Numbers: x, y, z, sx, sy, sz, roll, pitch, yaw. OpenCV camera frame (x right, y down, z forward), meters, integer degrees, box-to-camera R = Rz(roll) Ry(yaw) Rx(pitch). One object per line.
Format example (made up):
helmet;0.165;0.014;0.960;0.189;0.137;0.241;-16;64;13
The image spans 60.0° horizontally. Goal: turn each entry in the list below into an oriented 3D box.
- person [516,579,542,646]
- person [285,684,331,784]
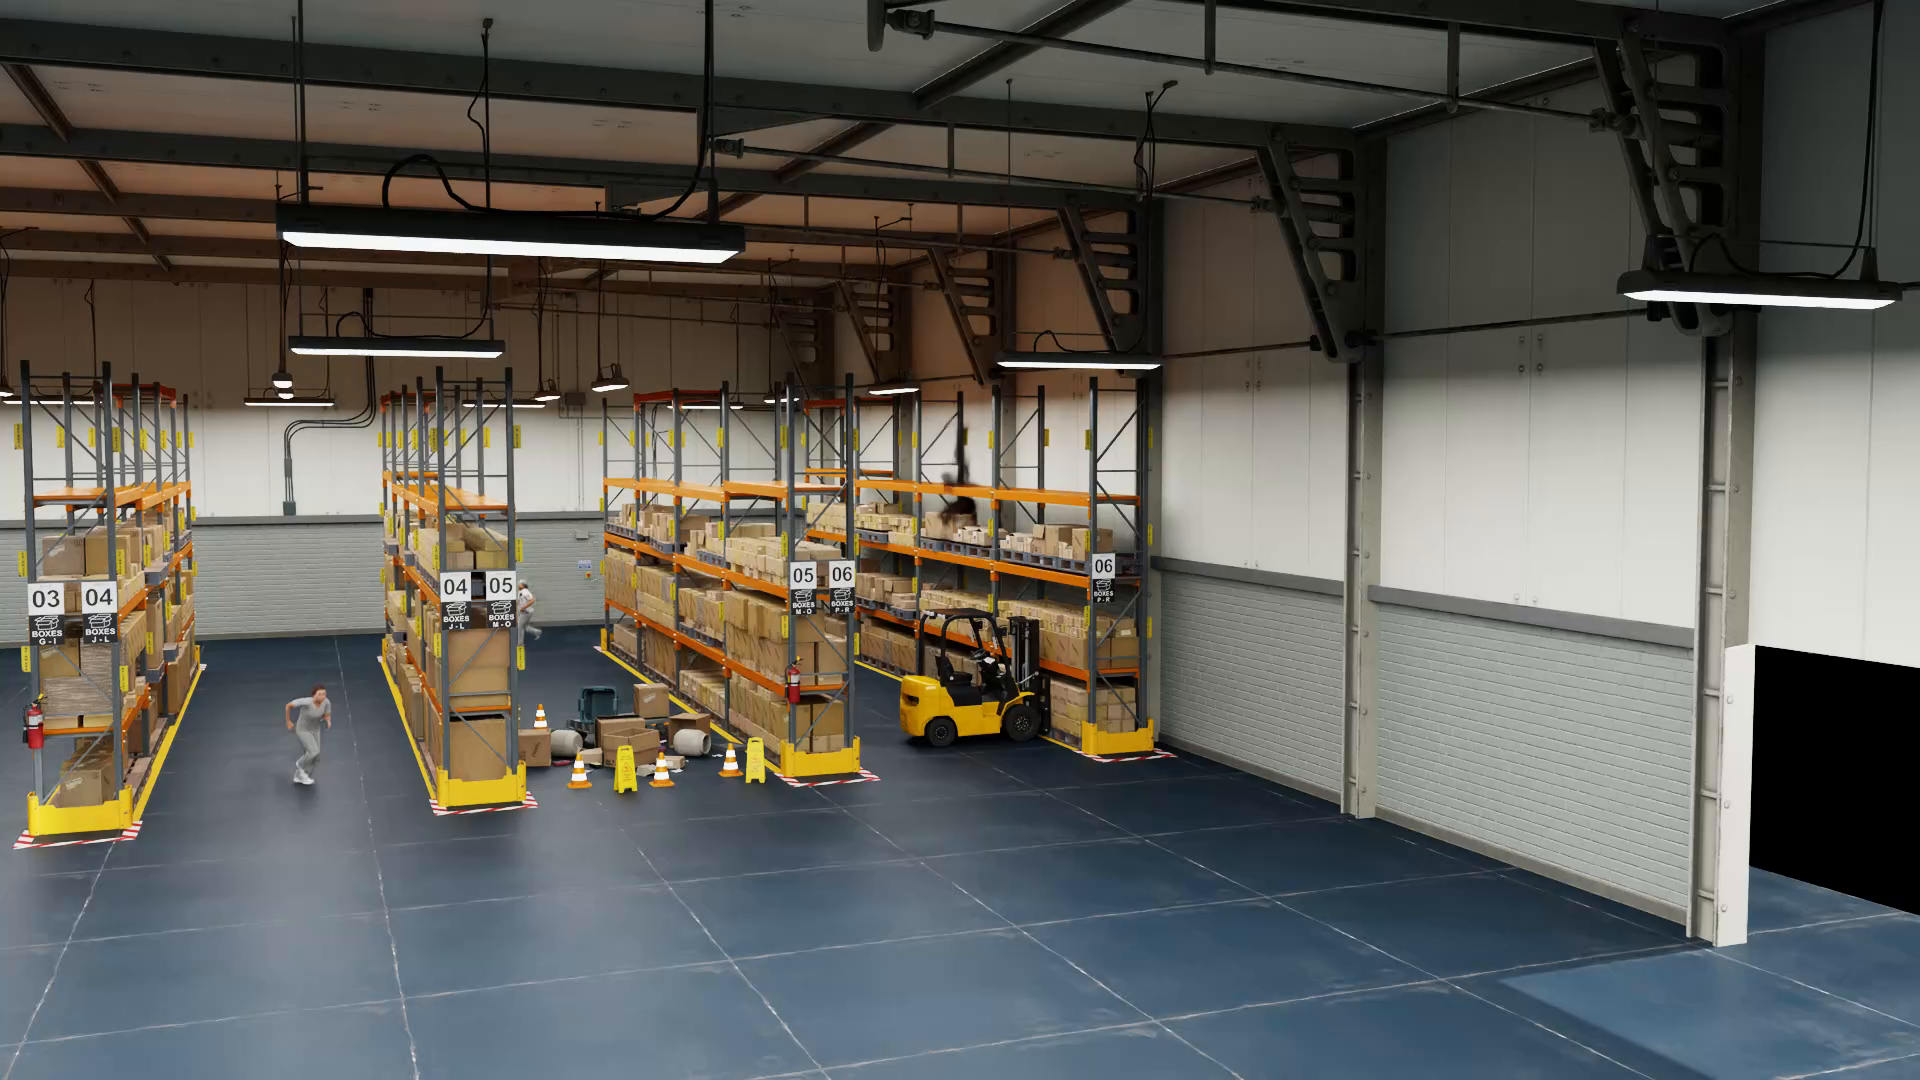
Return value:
person;-10.463;1.780;40.214;0.779;1.666;0.614;-2;4;-30
person;-9.397;2.809;24.001;0.813;1.503;0.590;3;4;37
